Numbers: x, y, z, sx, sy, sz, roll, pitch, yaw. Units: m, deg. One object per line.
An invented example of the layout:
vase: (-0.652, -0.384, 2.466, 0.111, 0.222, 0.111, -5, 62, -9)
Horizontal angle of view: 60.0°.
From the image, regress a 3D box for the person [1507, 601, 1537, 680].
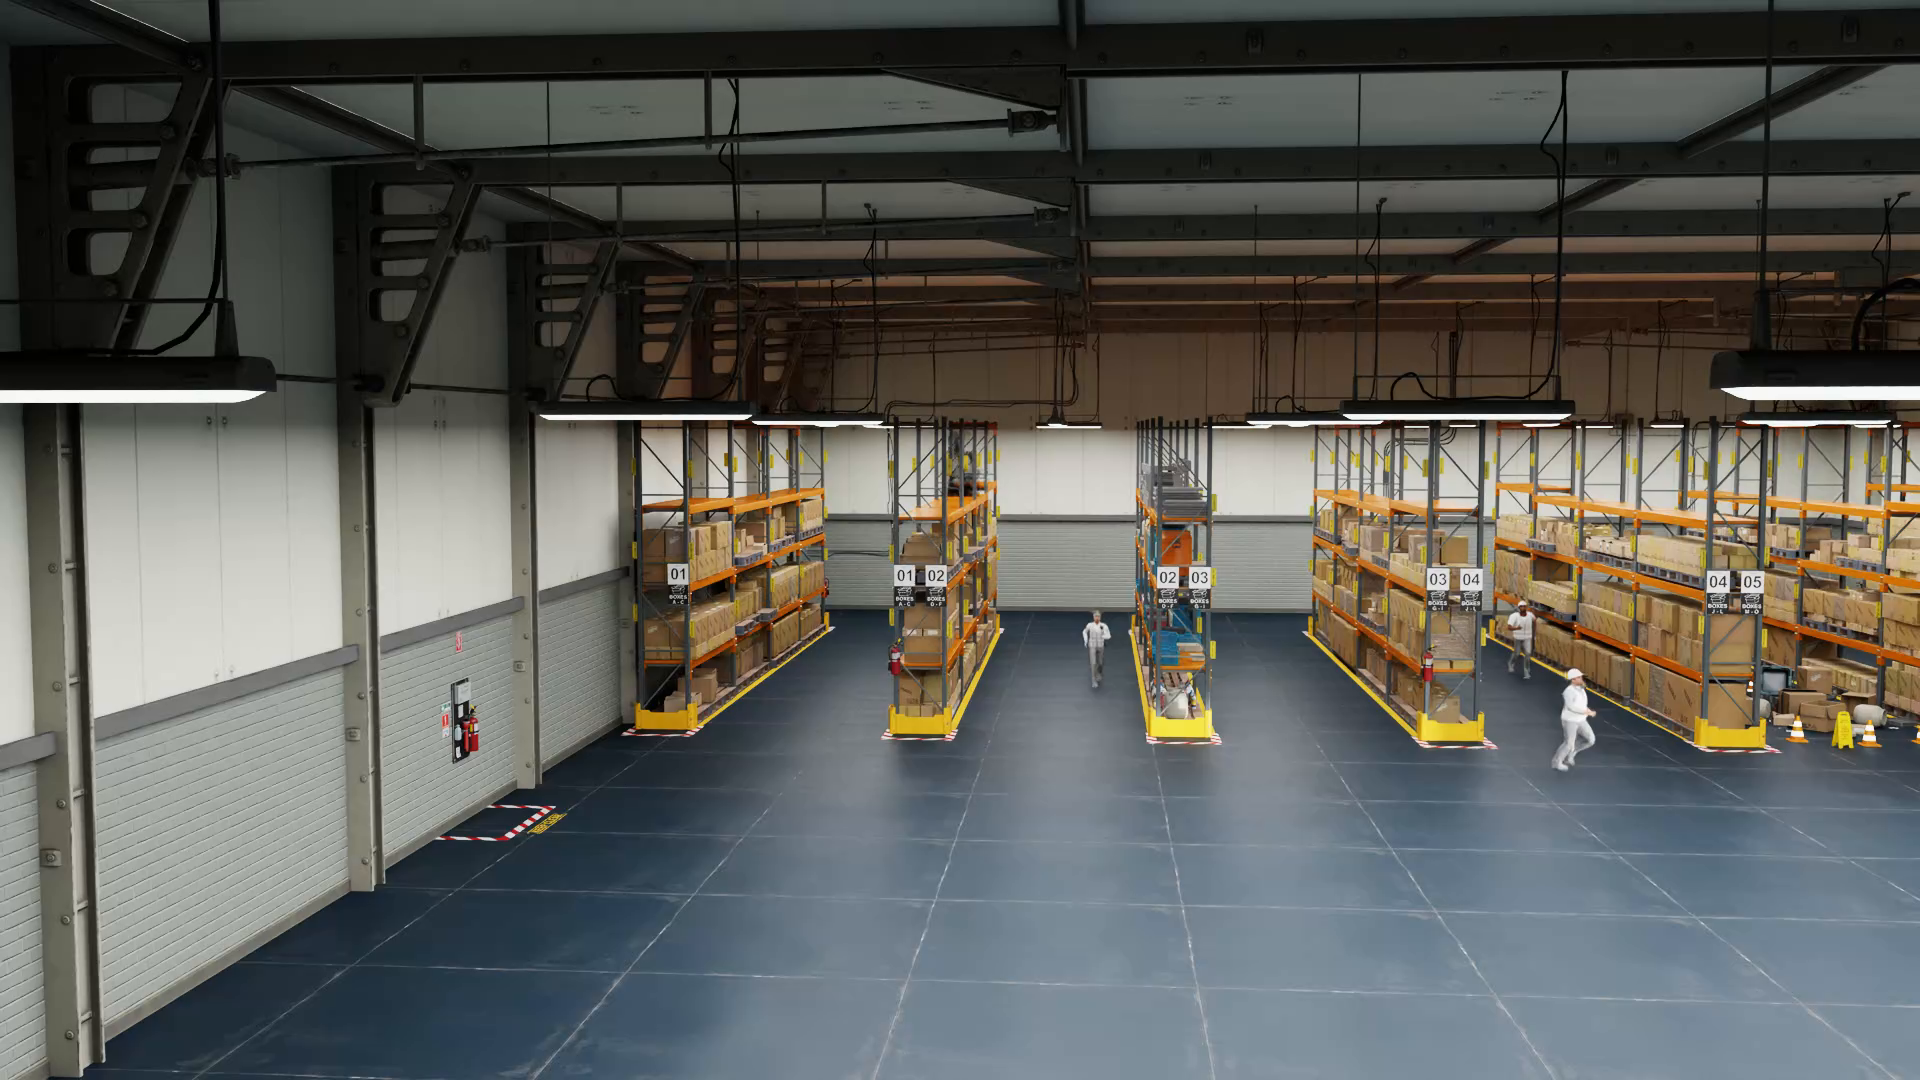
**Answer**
person: (13.110, 2.305, 38.795, 0.711, 1.800, 0.957, 0, 4, 6)

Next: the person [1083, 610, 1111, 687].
person: (3.076, 2.415, 37.378, 0.611, 1.682, 0.940, 0, 4, 1)

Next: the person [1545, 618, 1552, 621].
person: (16.591, 1.804, 46.830, 0.741, 1.701, 0.550, -1, 4, -22)

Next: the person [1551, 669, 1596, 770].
person: (10.375, 3.019, 27.993, 0.678, 1.727, 0.755, -3, 5, -43)
